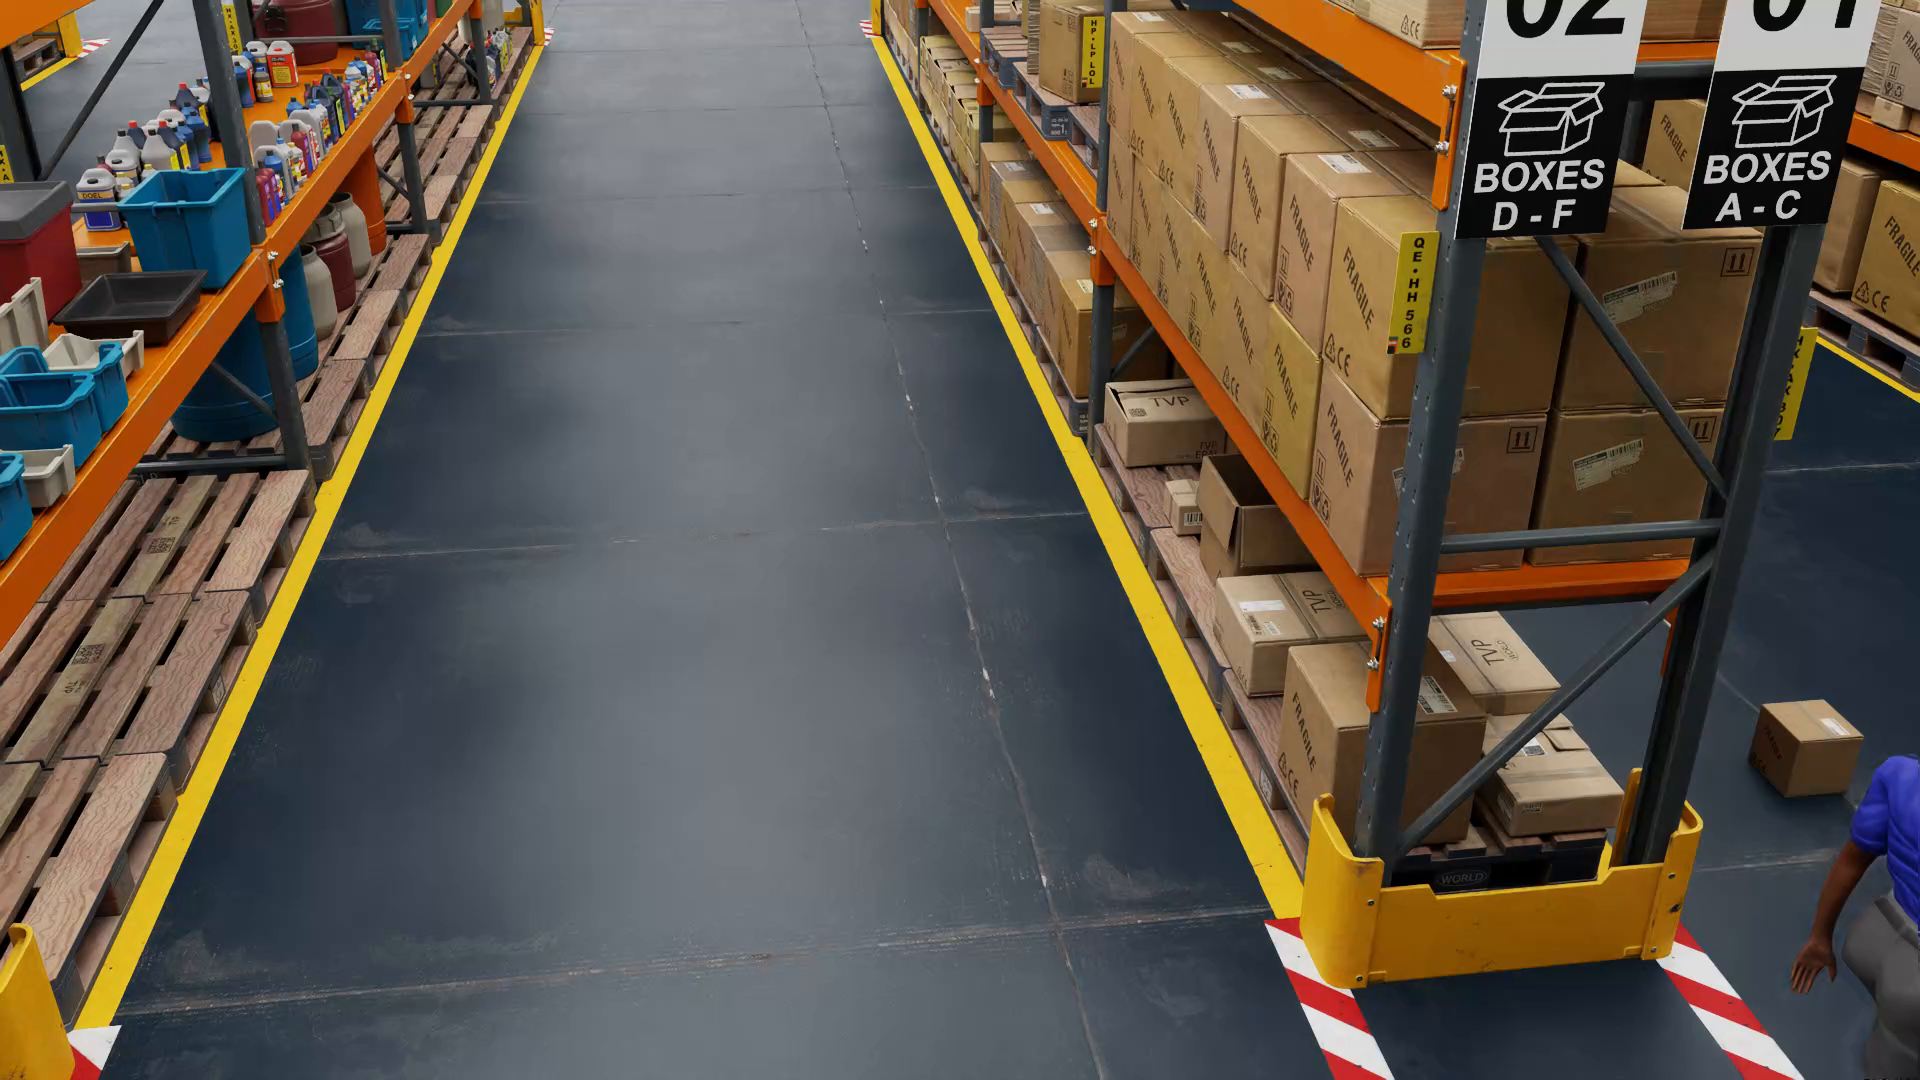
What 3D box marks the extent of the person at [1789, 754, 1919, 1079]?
[{"bbox_3d":[2.348,1.046,4.095,0.987,1.597,0.431,-5,28,-9],"label":"person"}]
